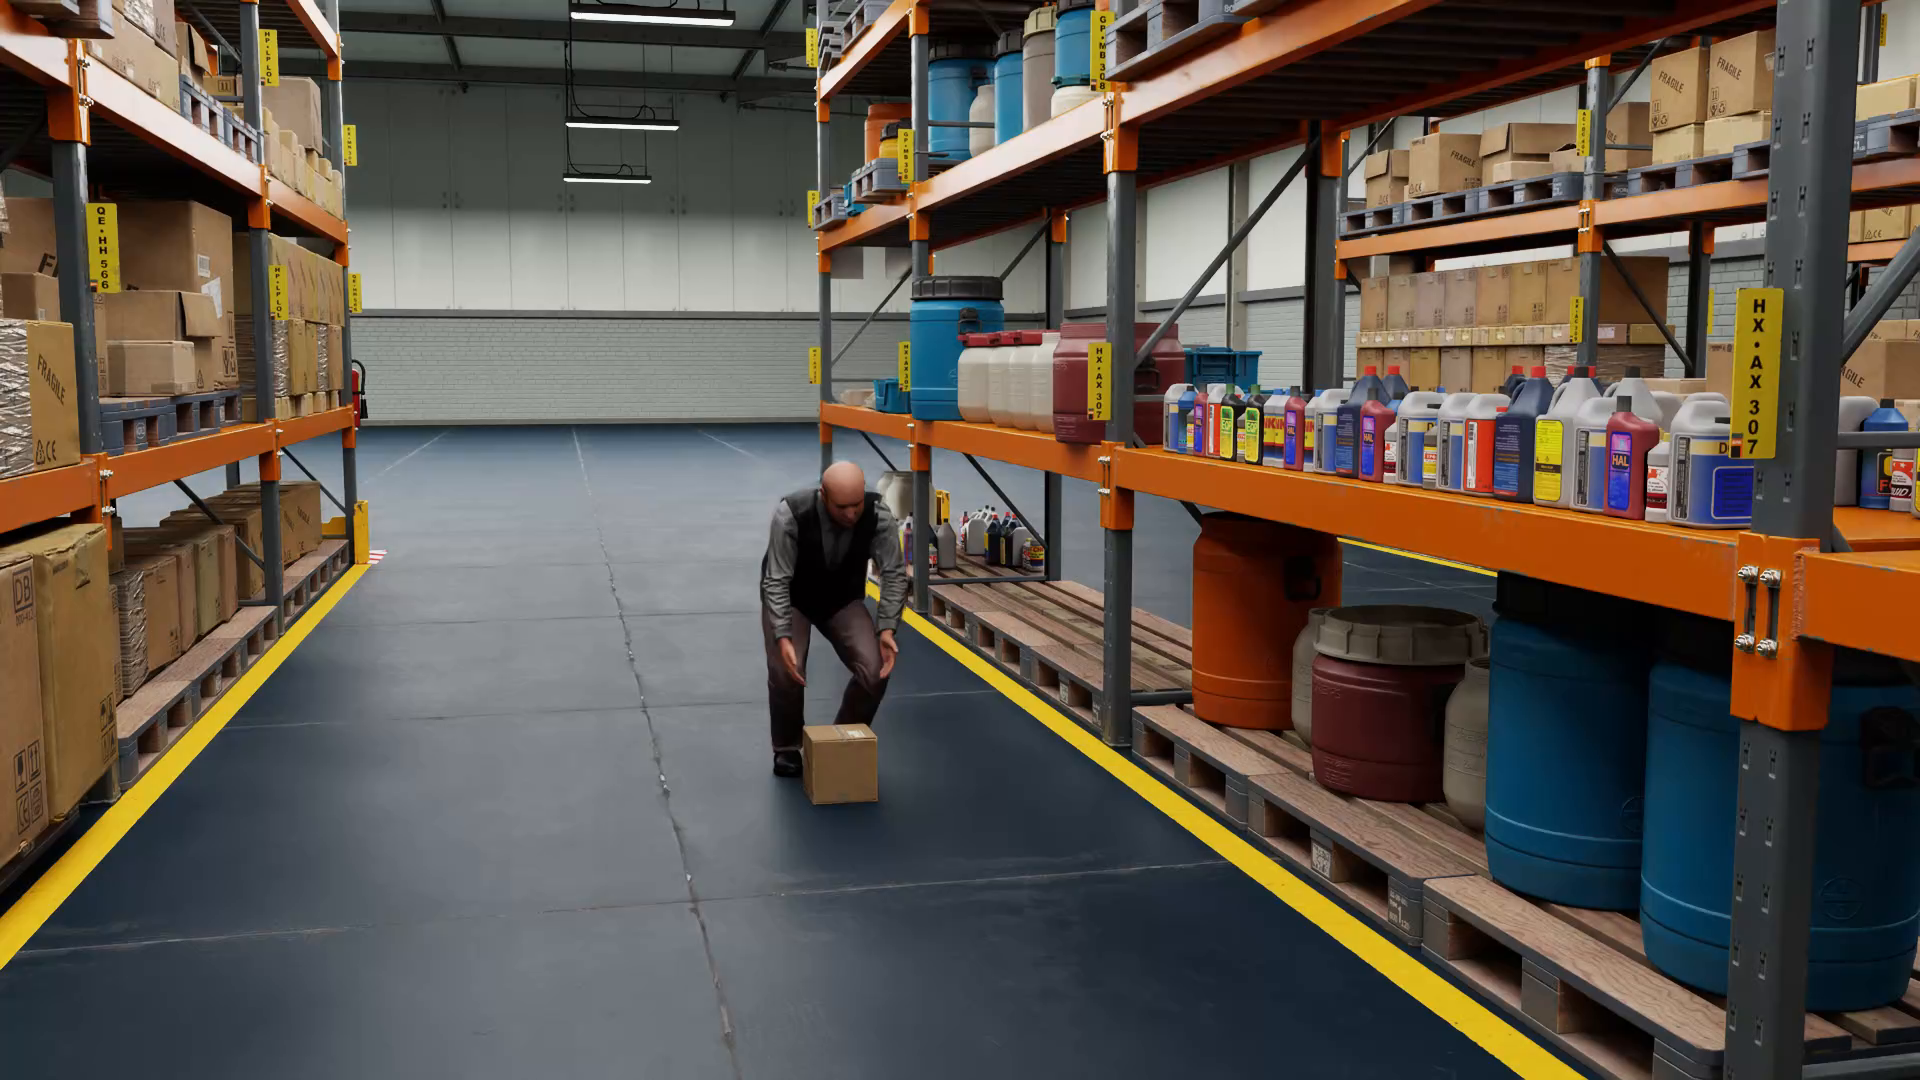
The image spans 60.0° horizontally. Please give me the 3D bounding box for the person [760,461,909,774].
[{"bbox_3d":[-0.524,0.310,6.762,0.587,1.279,0.771,-1,6,-14],"label":"person"}]
